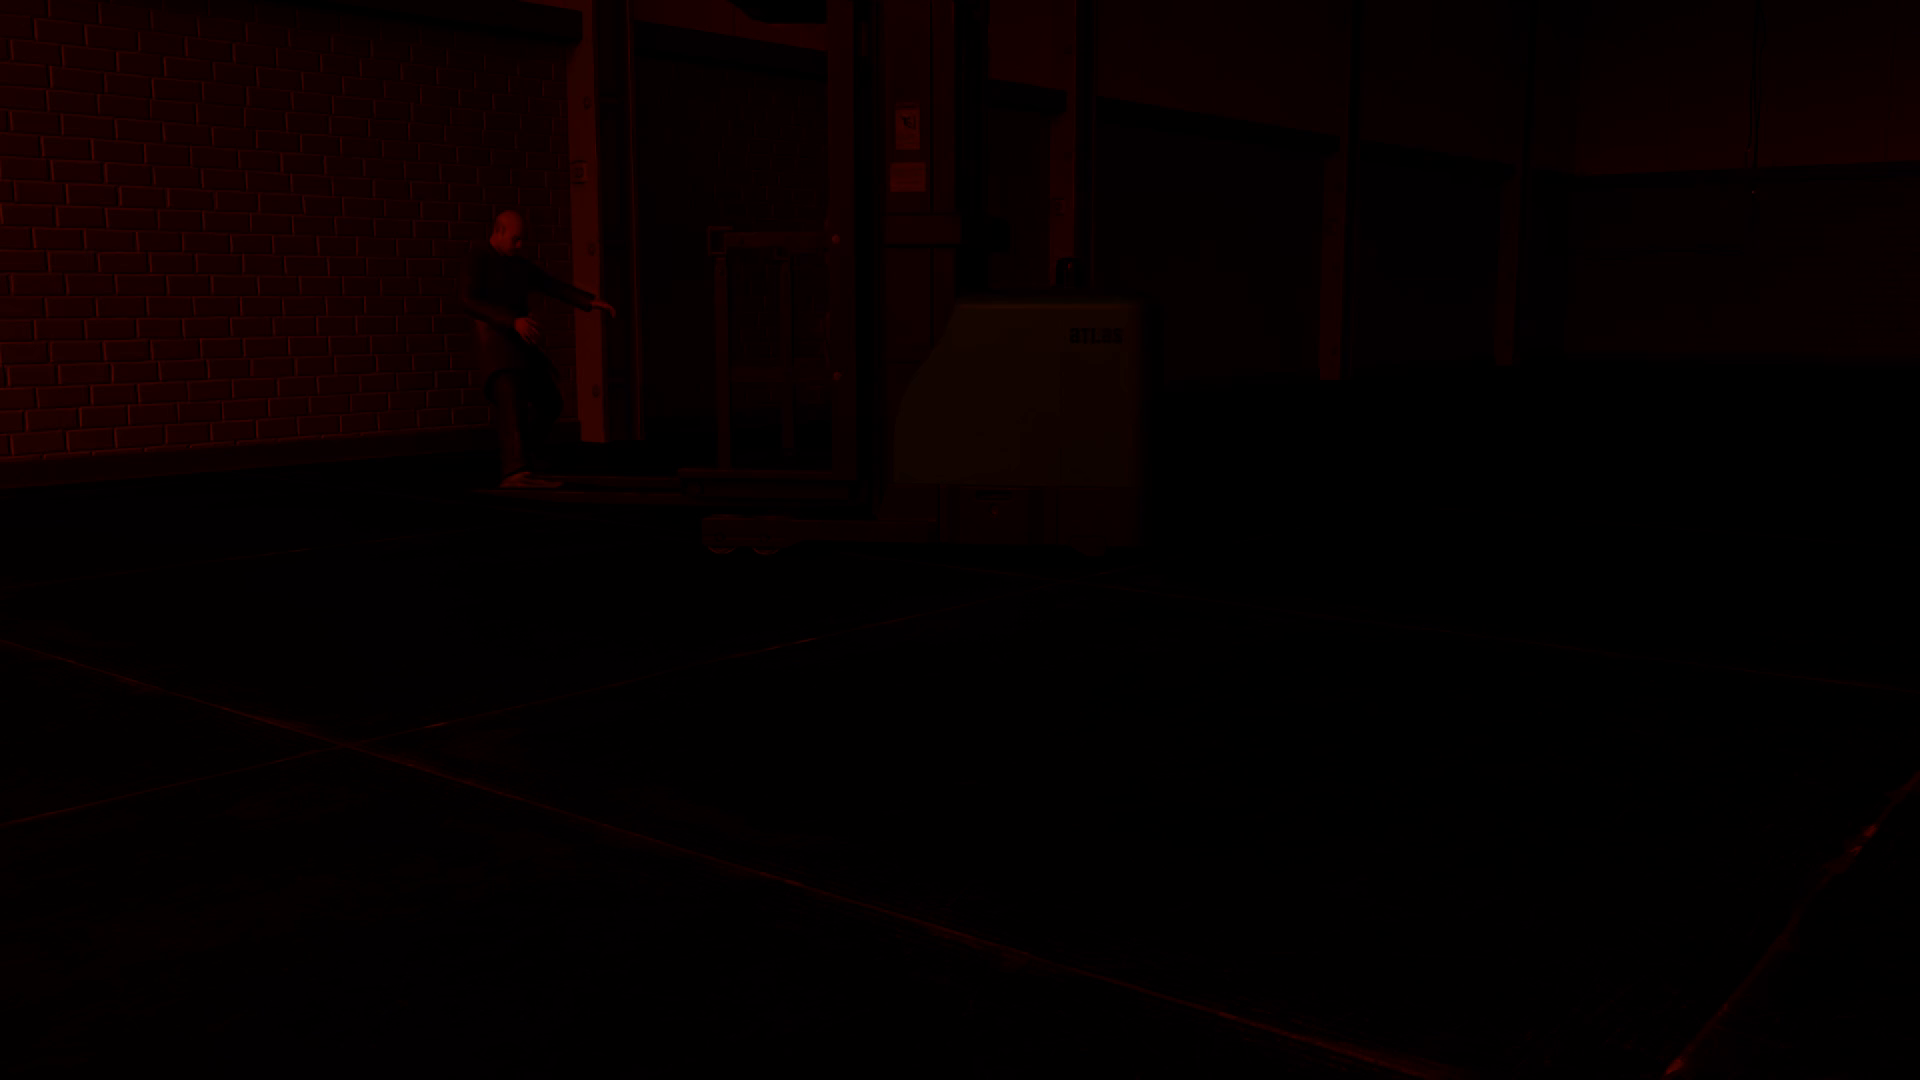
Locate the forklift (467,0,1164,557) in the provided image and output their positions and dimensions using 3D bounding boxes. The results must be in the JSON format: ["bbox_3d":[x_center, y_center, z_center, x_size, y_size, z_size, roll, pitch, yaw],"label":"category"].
[{"bbox_3d":[-0.637,-1.458,7.247,3.031,2.935,1.130,1,8,10],"label":"forklift"}]

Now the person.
[{"bbox_3d":[-2.496,-1.129,9.732,0.995,1.572,1.309,3,9,18],"label":"person"}]
